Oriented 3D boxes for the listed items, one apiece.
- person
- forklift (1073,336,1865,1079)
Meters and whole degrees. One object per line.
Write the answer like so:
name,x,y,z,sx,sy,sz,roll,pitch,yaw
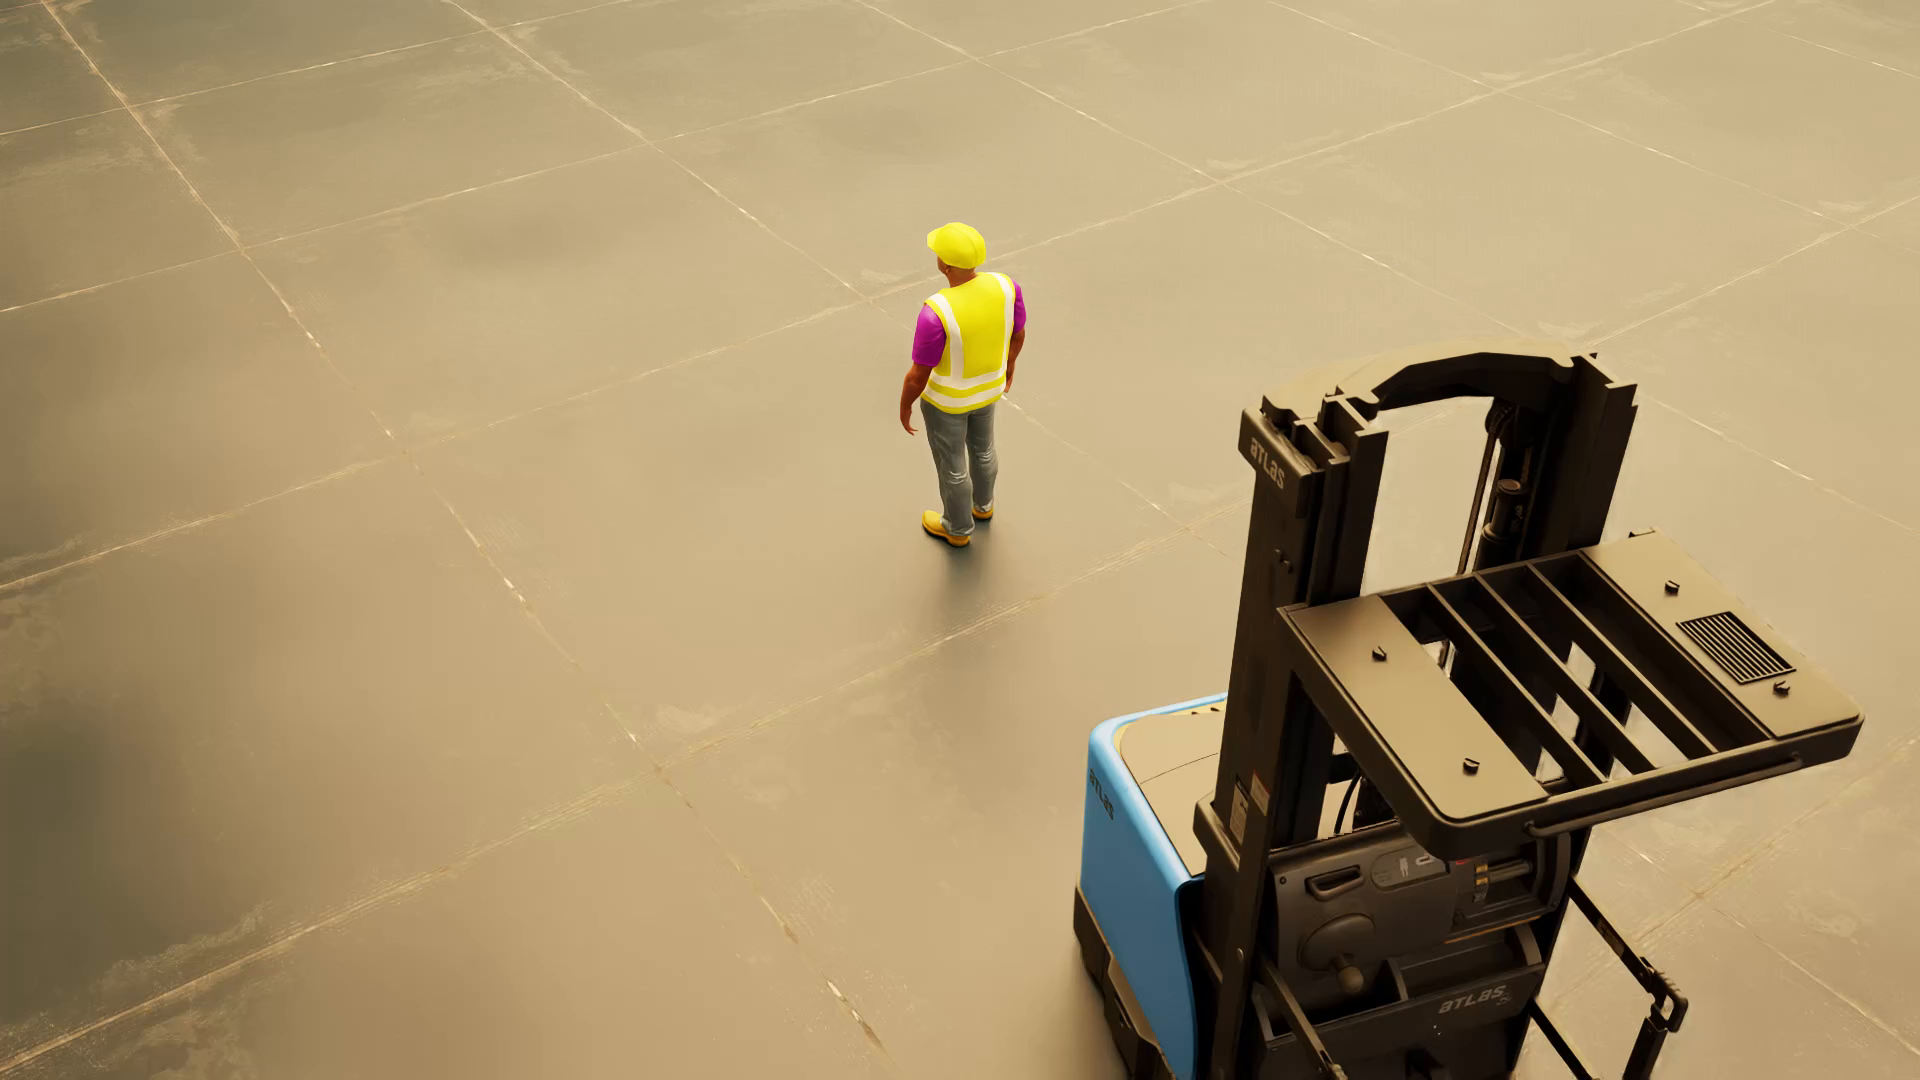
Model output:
person,-0.036,-0.752,7.929,0.665,1.768,0.575,-23,42,-28
forklift,1.371,1.061,4.510,1.130,2.935,3.031,-11,38,-15
